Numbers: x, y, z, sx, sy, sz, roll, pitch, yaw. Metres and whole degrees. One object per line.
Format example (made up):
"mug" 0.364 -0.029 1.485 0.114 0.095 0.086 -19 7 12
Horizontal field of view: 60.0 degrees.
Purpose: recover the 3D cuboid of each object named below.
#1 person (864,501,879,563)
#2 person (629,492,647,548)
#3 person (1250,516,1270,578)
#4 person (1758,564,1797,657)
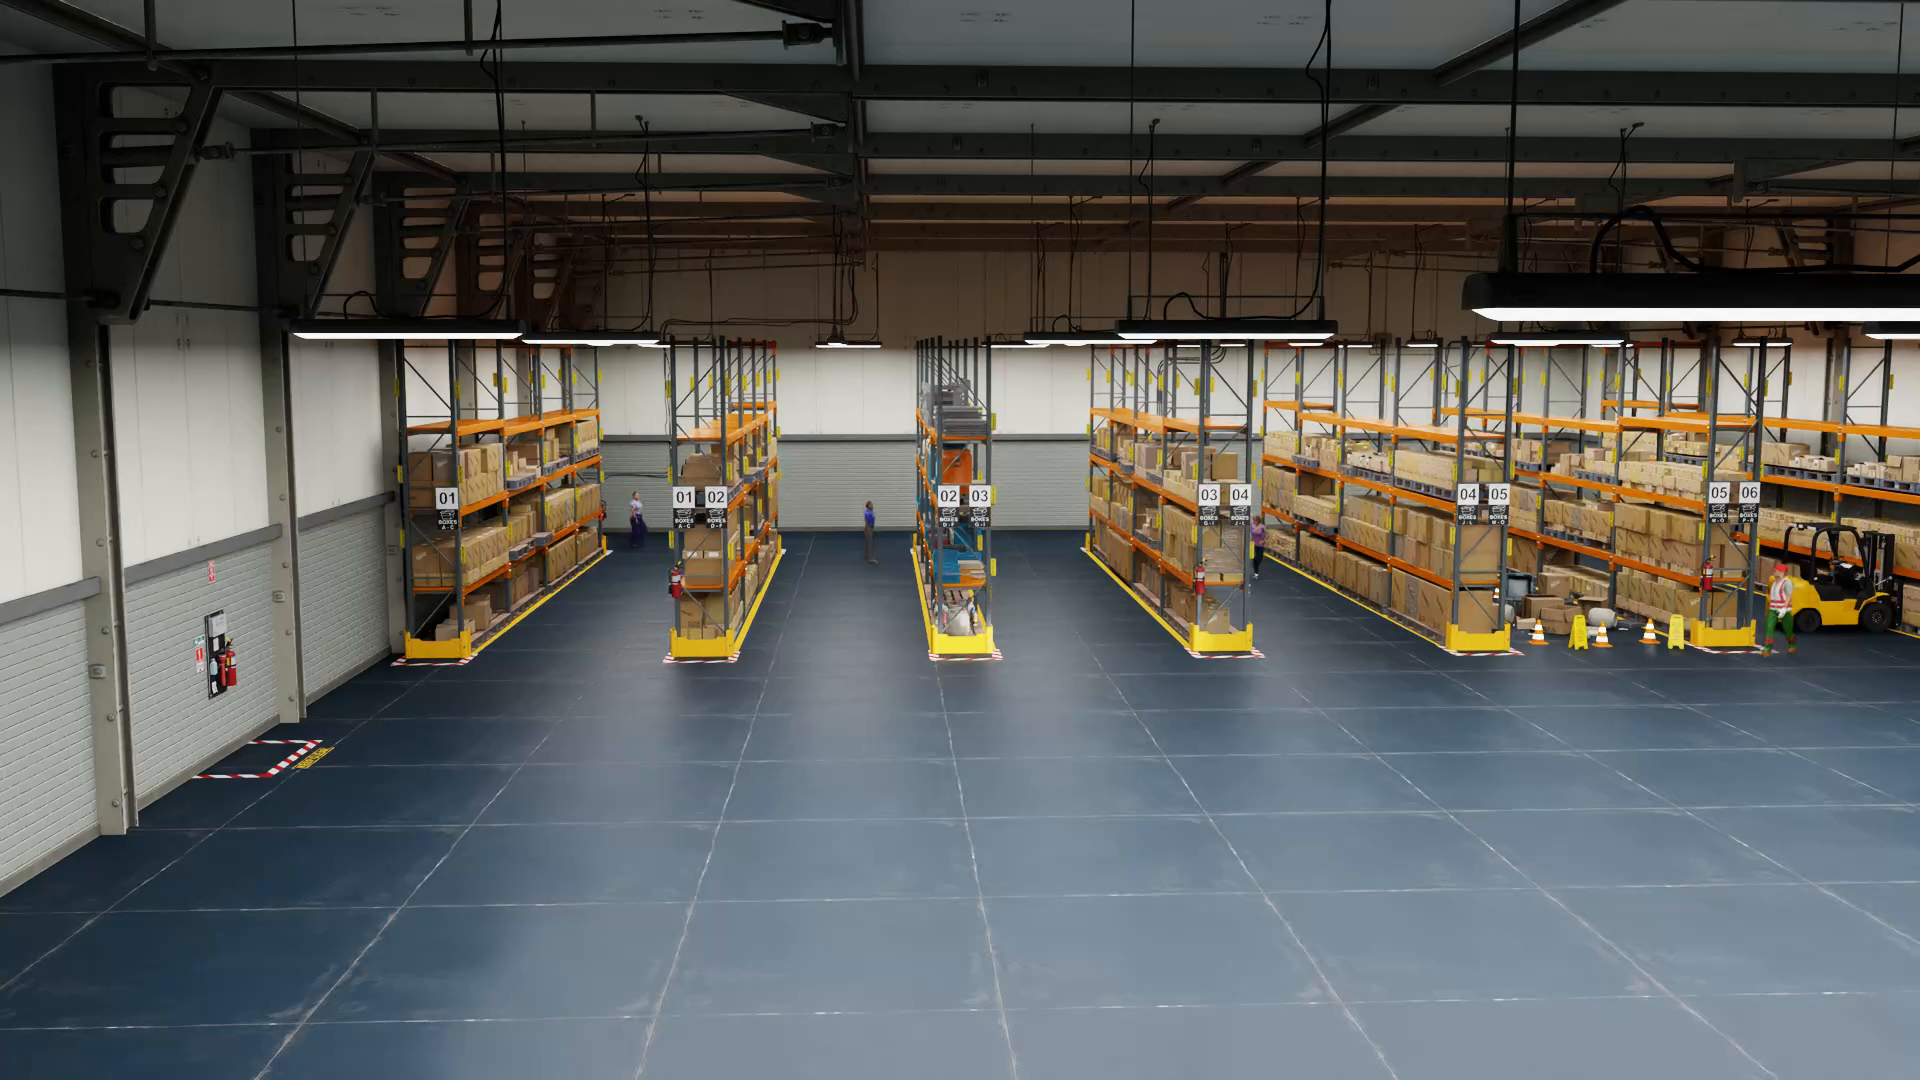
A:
"person" -2.402 -0.231 45.239 0.492 1.680 0.472 1 7 12
"person" -9.358 -0.573 48.262 0.503 1.674 0.502 0 6 0
"person" 7.600 0.161 42.288 0.467 1.588 0.654 0 6 -1
"person" 15.354 1.322 31.130 1.055 1.745 0.492 -5 8 -35
